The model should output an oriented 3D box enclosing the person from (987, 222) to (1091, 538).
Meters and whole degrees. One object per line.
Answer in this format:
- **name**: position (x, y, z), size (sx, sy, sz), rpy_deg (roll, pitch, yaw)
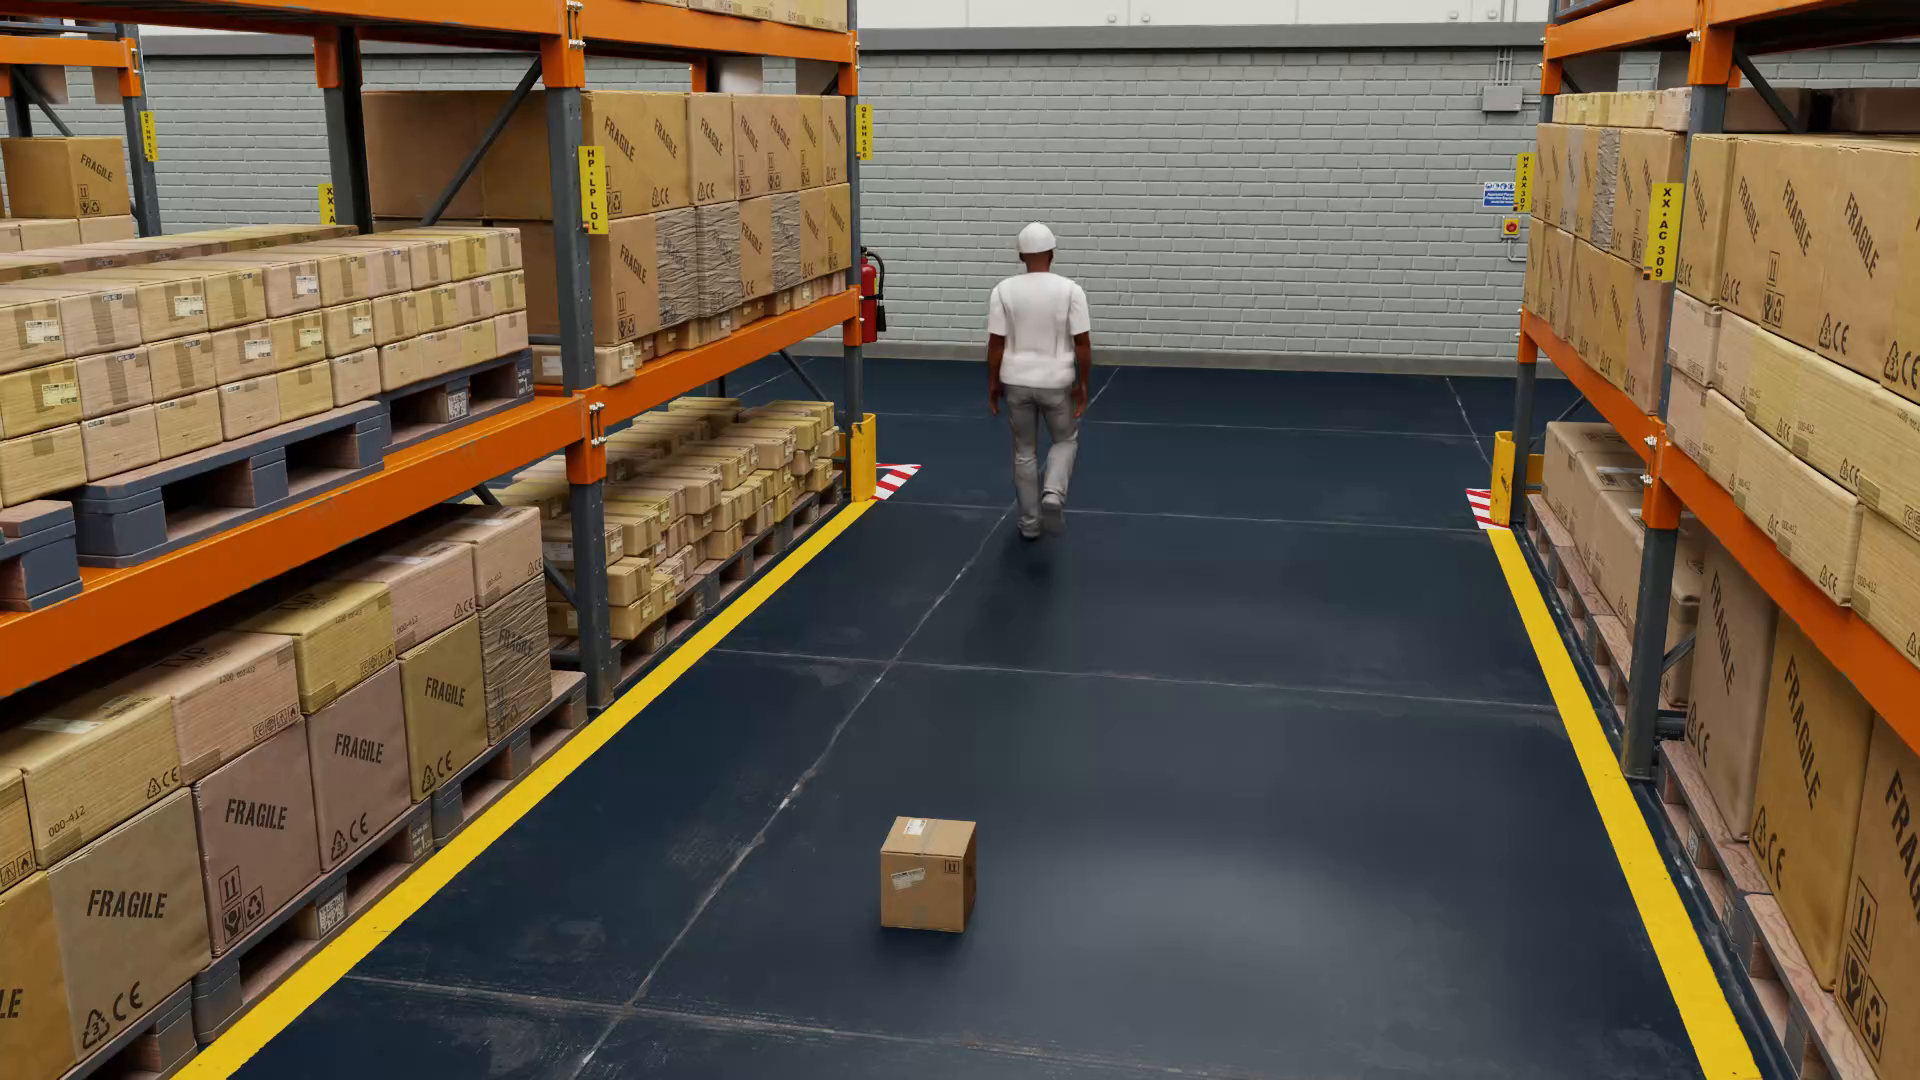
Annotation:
- **person**: position (0.436, -0.865, 9.207), size (0.579, 1.757, 0.552), rpy_deg (2, 15, 8)
